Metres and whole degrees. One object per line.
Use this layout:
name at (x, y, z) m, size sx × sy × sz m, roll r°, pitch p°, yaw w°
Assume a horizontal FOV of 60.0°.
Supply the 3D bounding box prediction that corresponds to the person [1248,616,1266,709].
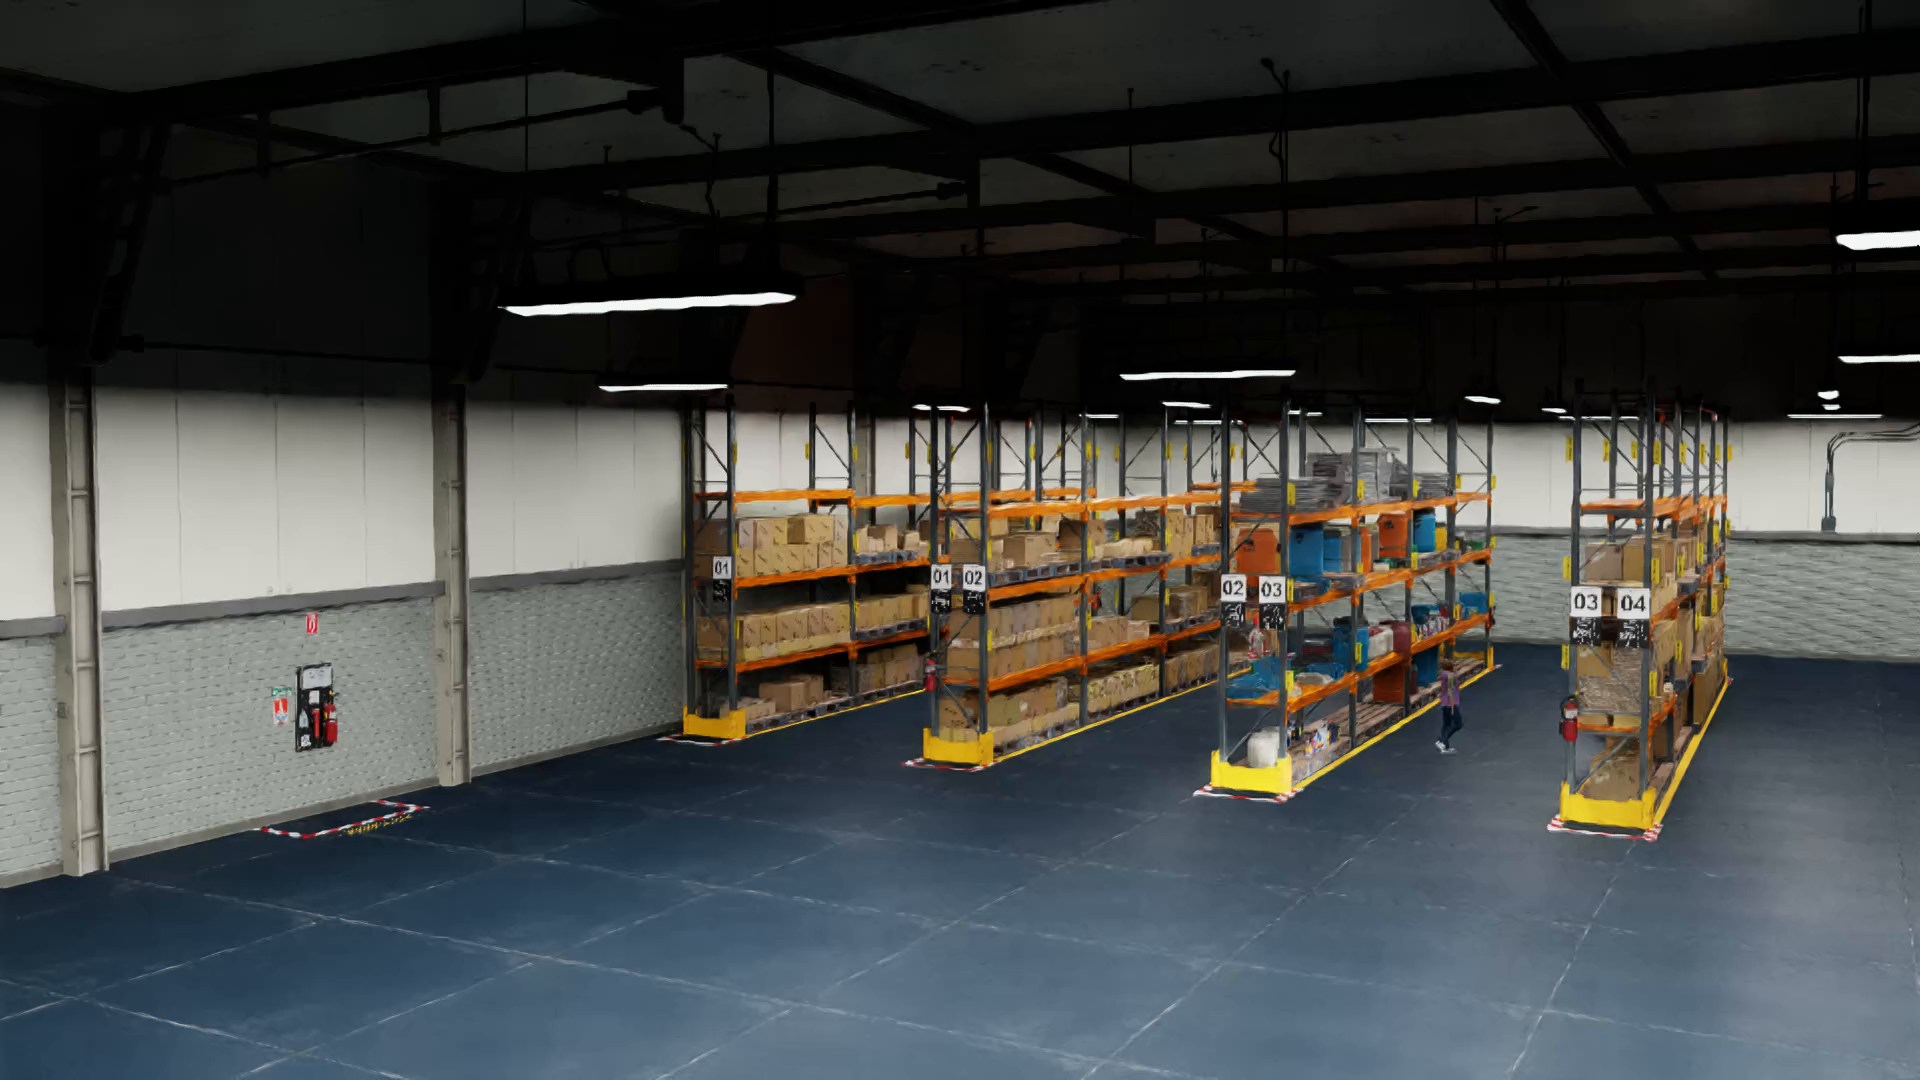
person at (5.852, 2.378, 32.476) m, size 0.468 × 1.794 × 0.625 m, roll 0°, pitch 3°, yaw 0°

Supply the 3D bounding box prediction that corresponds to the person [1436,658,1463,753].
person at (8.090, 2.752, 27.582) m, size 0.407 × 1.594 × 0.458 m, roll 0°, pitch 3°, yaw -2°
